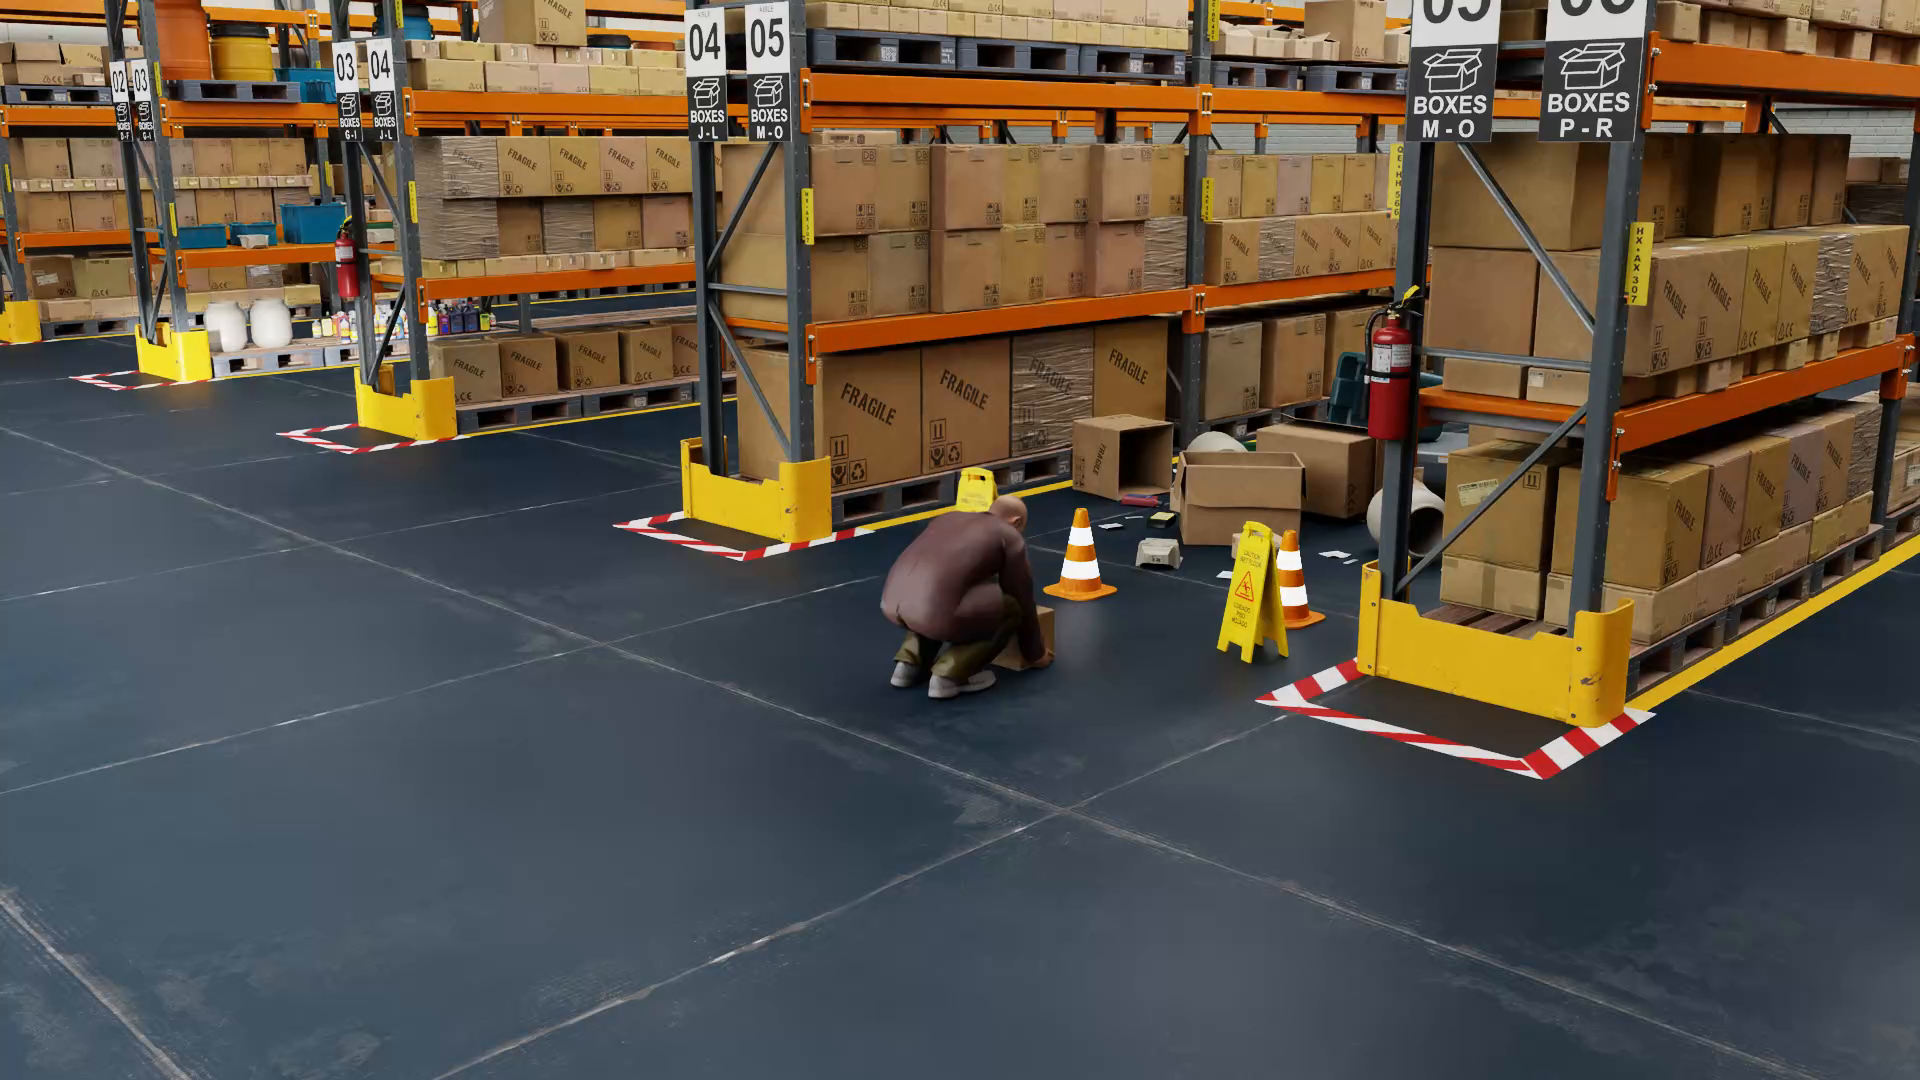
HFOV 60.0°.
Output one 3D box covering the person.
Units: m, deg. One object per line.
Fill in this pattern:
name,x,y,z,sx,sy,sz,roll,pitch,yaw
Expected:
person,0.030,0.307,7.613,0.581,0.851,0.927,12,18,42
